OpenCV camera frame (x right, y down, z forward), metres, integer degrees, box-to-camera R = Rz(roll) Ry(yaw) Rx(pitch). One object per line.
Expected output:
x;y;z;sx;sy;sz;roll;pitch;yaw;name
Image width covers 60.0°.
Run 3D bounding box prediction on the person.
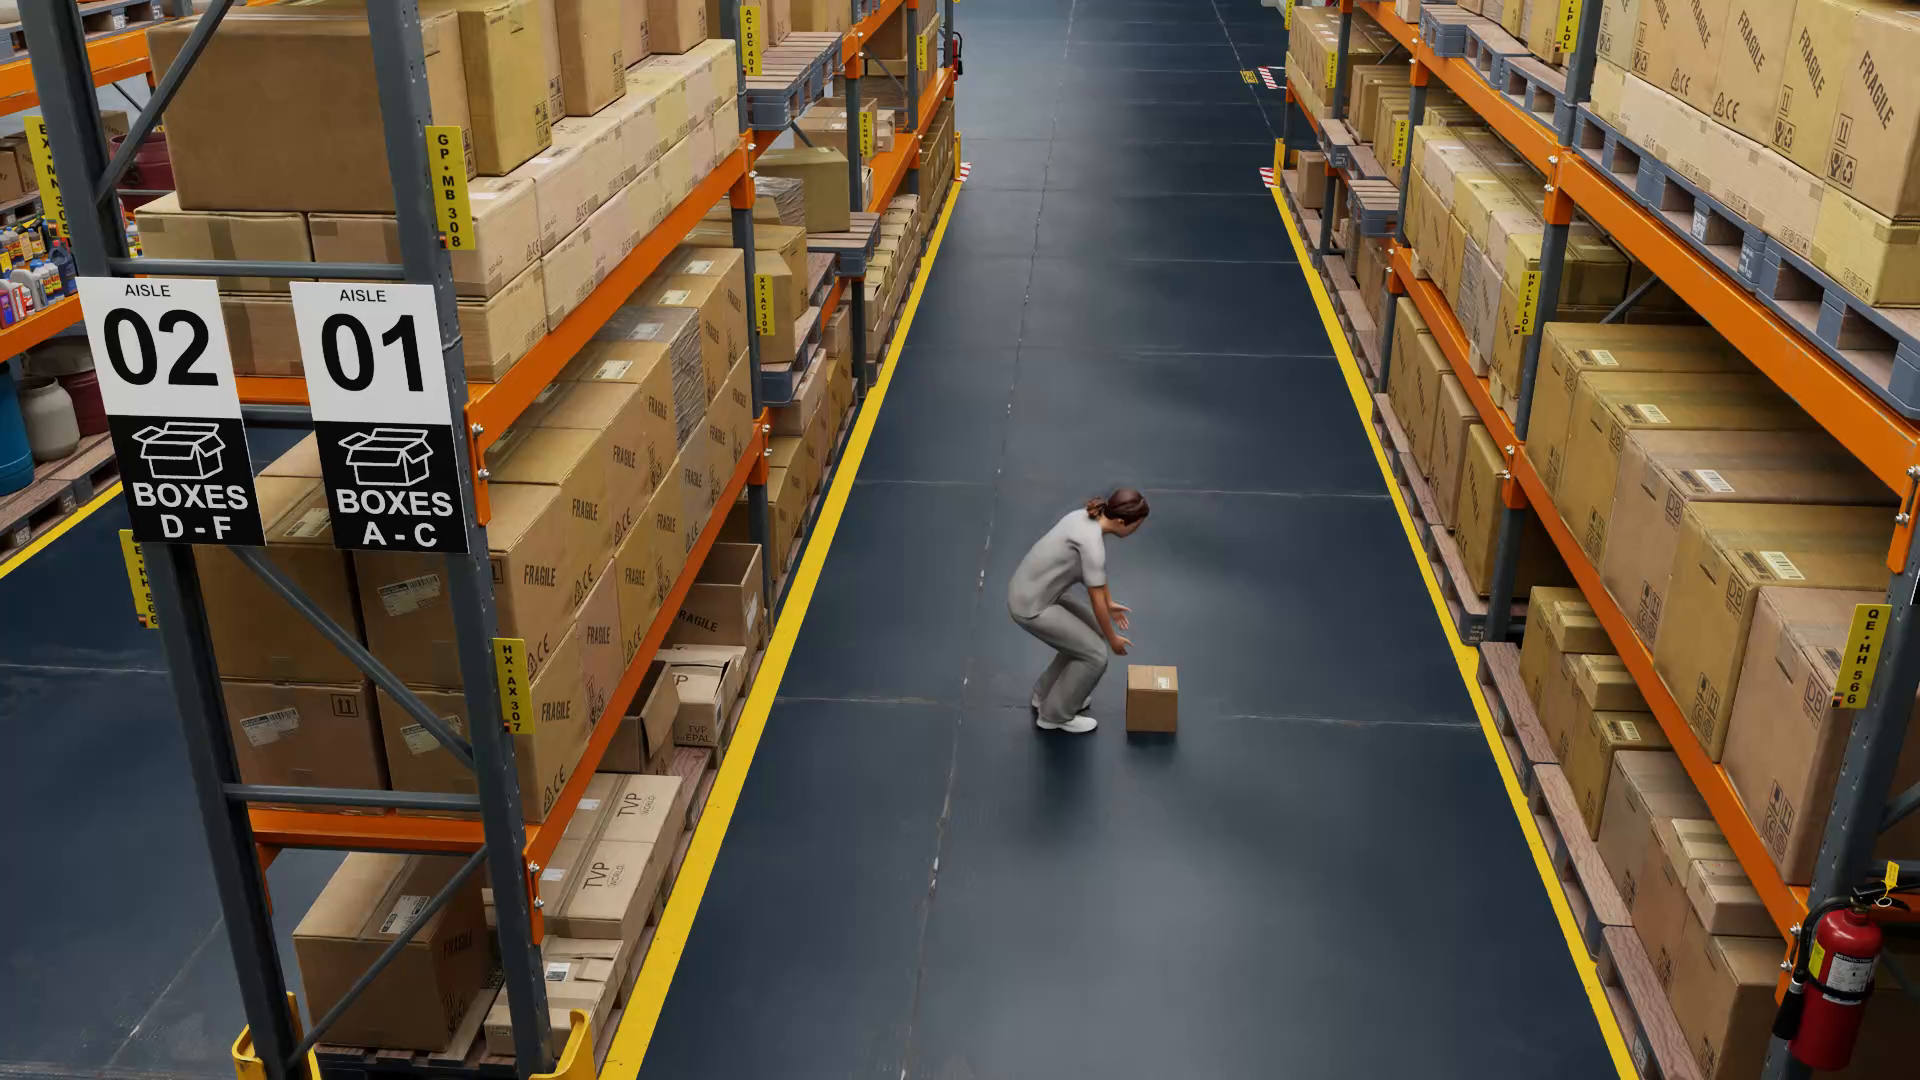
0.582;0.323;8.388;0.696;1.275;0.490;2;25;4;person
